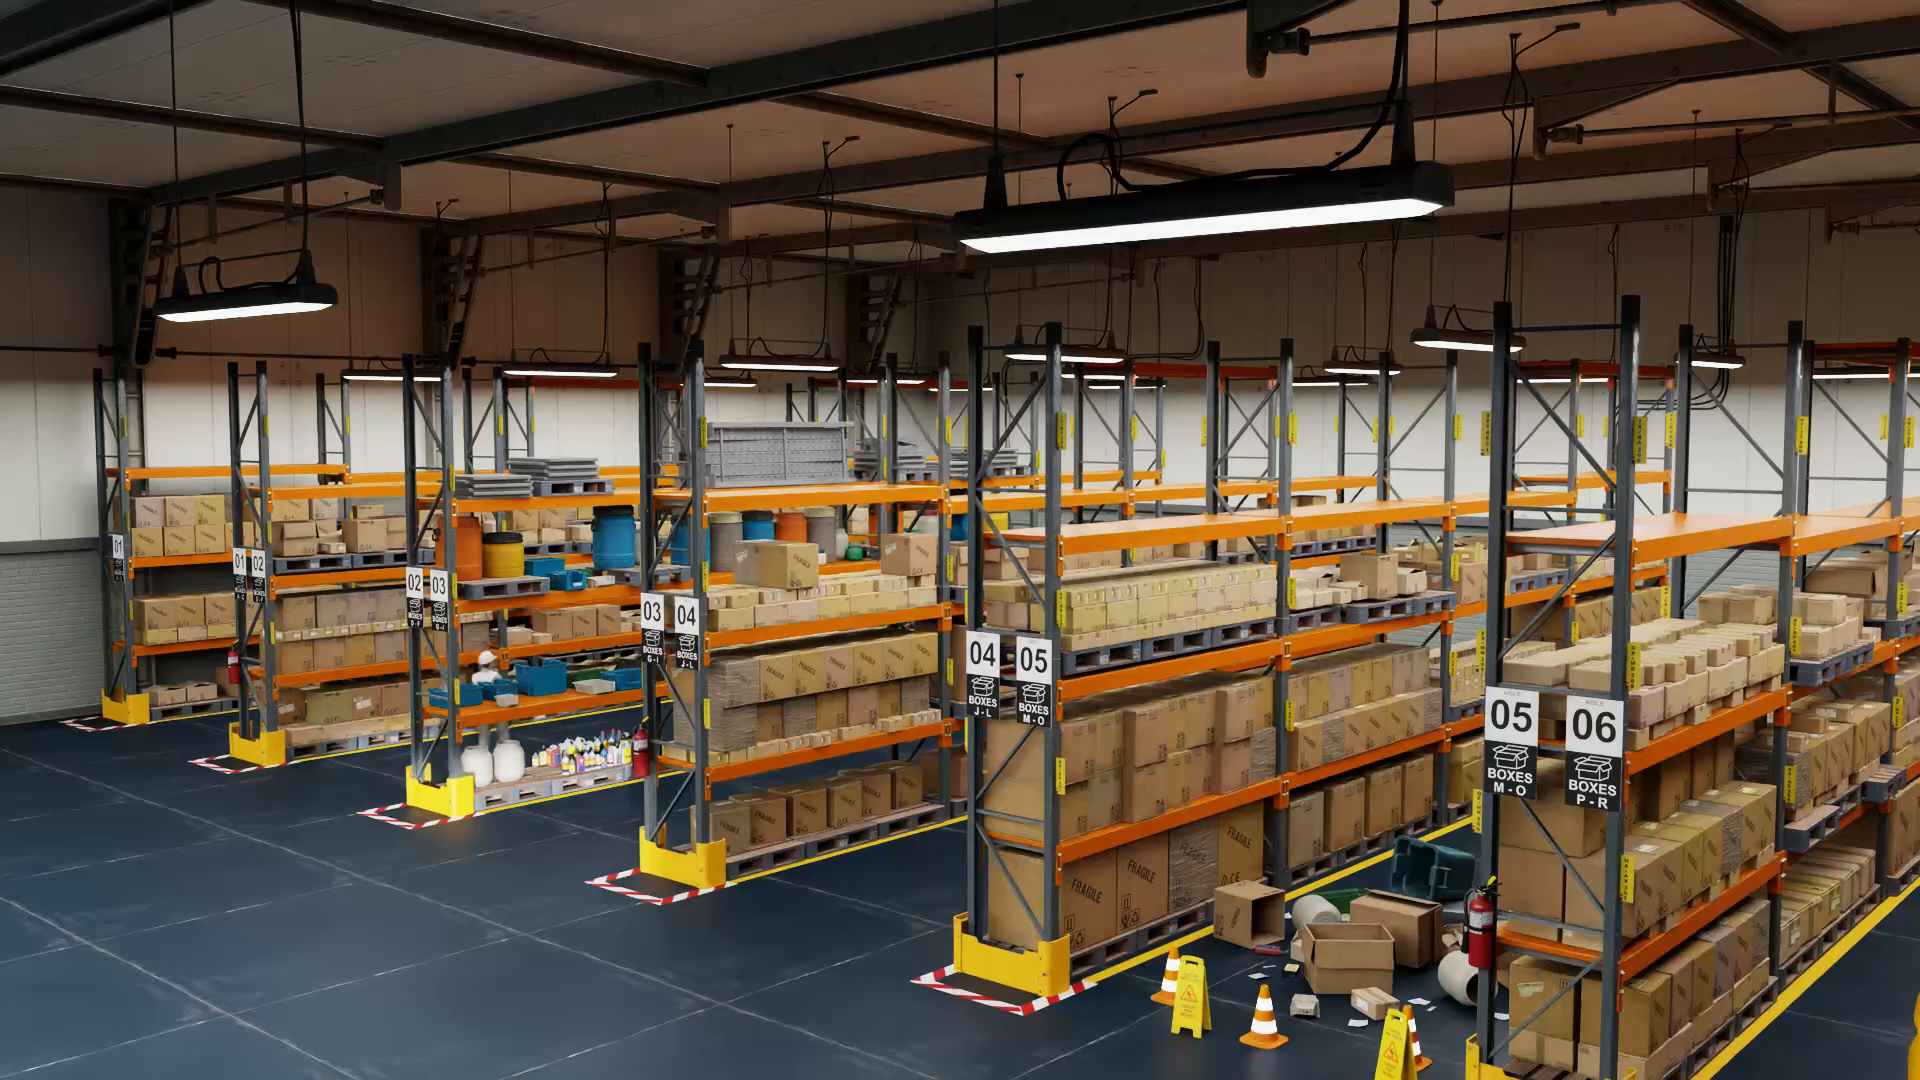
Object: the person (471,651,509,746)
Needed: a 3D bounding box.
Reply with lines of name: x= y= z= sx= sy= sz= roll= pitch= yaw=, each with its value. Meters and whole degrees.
person: x=-6.853 y=2.525 z=24.219 sx=0.548 sy=1.841 sz=0.551 roll=0 pitch=4 yaw=4
